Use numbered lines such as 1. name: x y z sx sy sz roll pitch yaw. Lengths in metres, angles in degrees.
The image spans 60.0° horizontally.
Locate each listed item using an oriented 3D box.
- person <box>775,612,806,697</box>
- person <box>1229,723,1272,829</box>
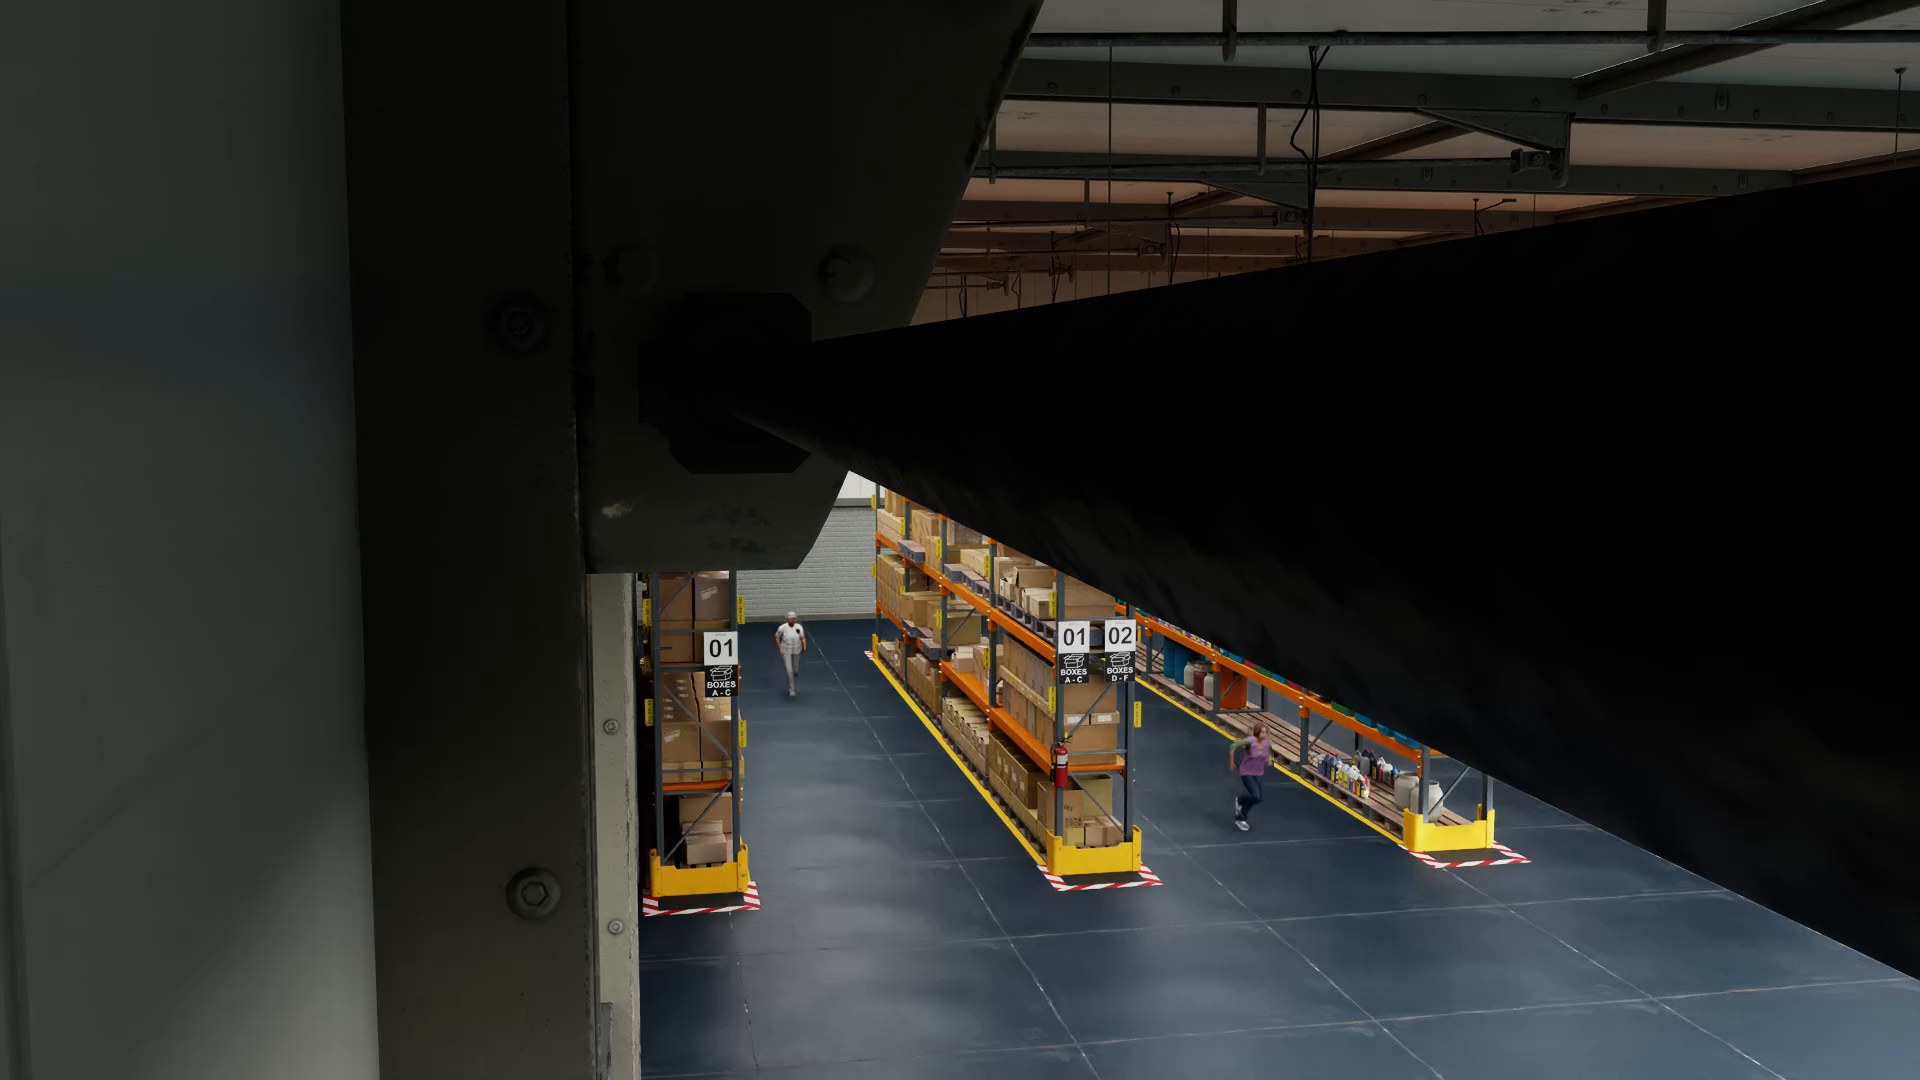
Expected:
1. person: -3.325 2.199 32.526 0.592 1.639 0.762 -2 6 -19
2. person: 4.024 3.244 22.800 0.525 1.526 0.661 -3 7 -29
